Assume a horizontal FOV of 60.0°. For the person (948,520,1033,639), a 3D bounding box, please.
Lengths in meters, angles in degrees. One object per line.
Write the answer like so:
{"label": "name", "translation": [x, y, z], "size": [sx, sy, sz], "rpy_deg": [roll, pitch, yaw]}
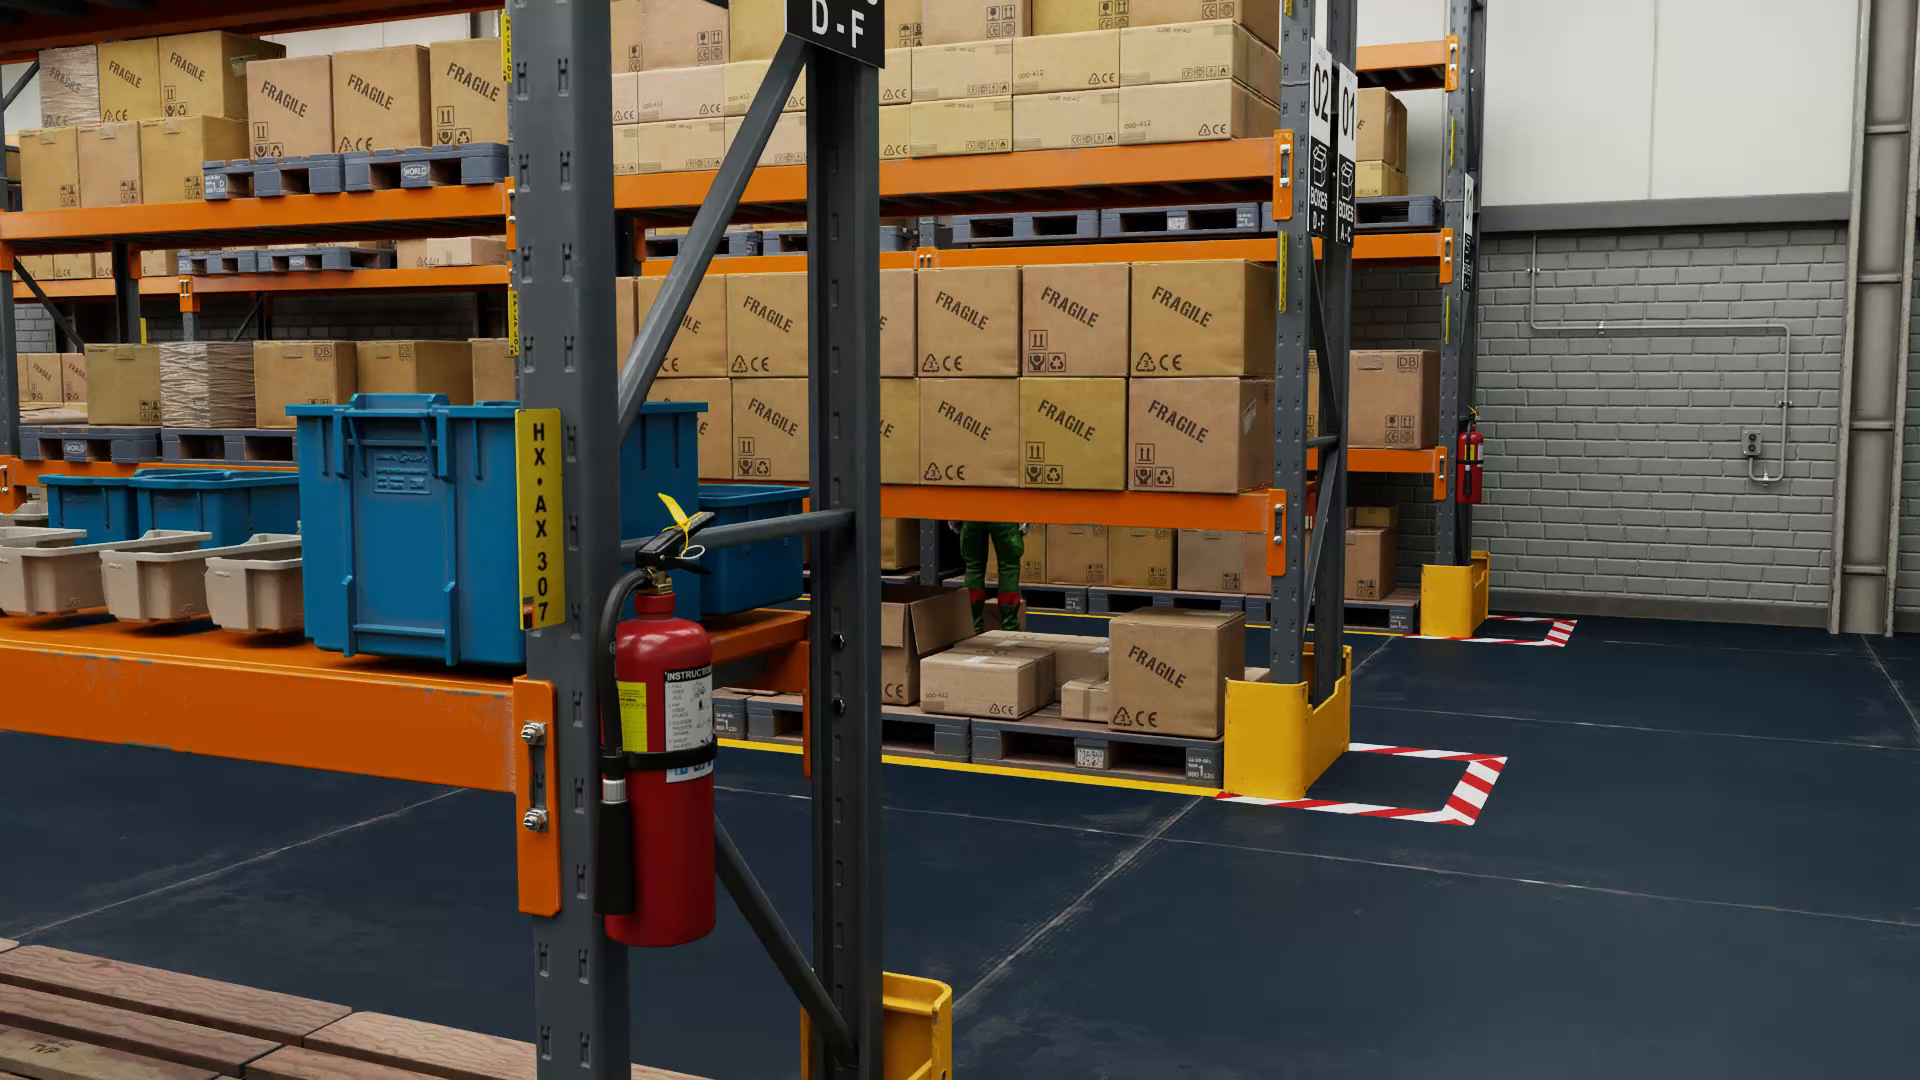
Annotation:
{"label": "person", "translation": [0.206, -0.187, 11.353], "size": [0.610, 1.777, 0.452], "rpy_deg": [2, 6, 20]}
